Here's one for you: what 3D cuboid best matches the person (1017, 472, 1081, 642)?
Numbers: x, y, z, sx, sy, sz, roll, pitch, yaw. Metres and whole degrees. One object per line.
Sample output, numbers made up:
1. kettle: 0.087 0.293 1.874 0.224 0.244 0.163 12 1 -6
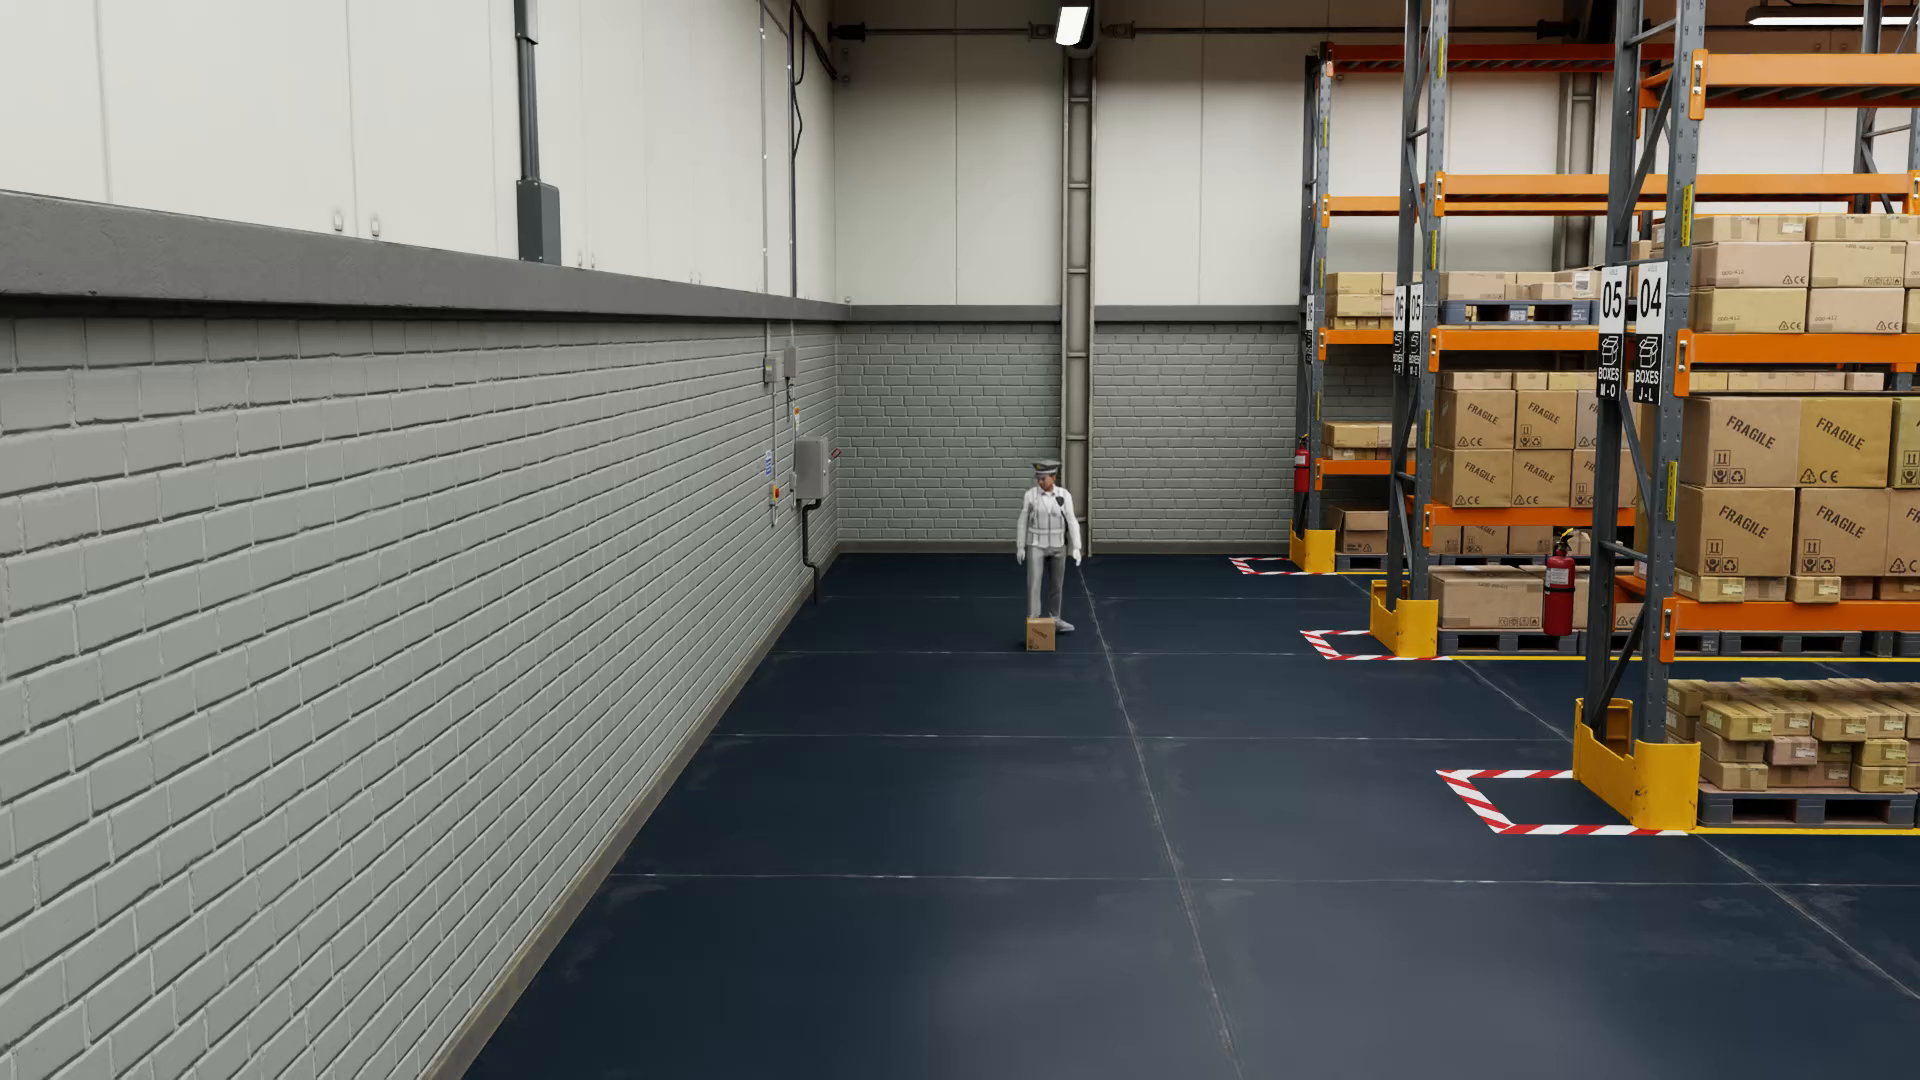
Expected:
1. person: 0.811 0.087 15.082 0.604 1.612 0.835 -2 7 -12
